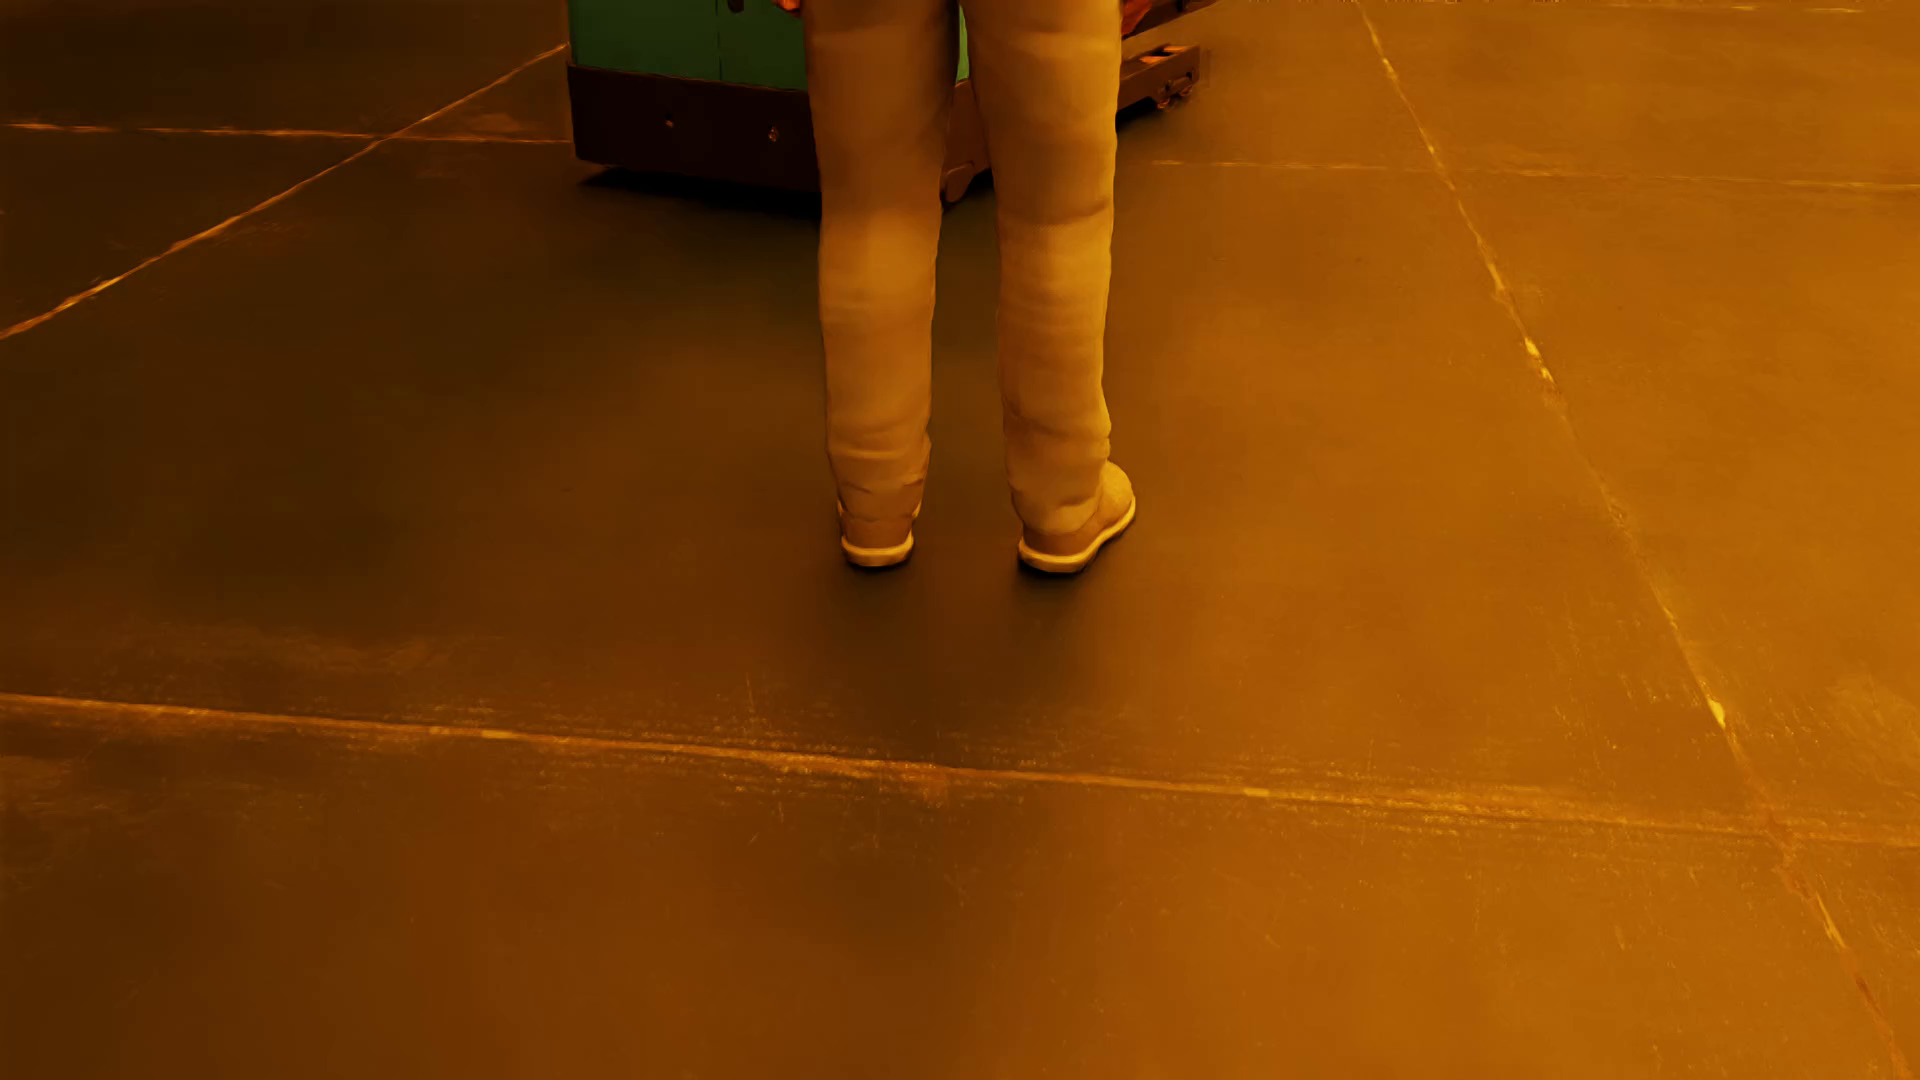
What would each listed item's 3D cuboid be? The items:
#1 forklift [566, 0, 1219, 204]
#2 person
[{"bbox_3d":[0.119,-2.737,4.704,1.130,2.935,3.031,13,29,24],"label":"forklift"},{"bbox_3d":[-49569.497,-2946.854,5906.999,100014.159,2.667,24.966,3,27,7],"label":"person"}]
